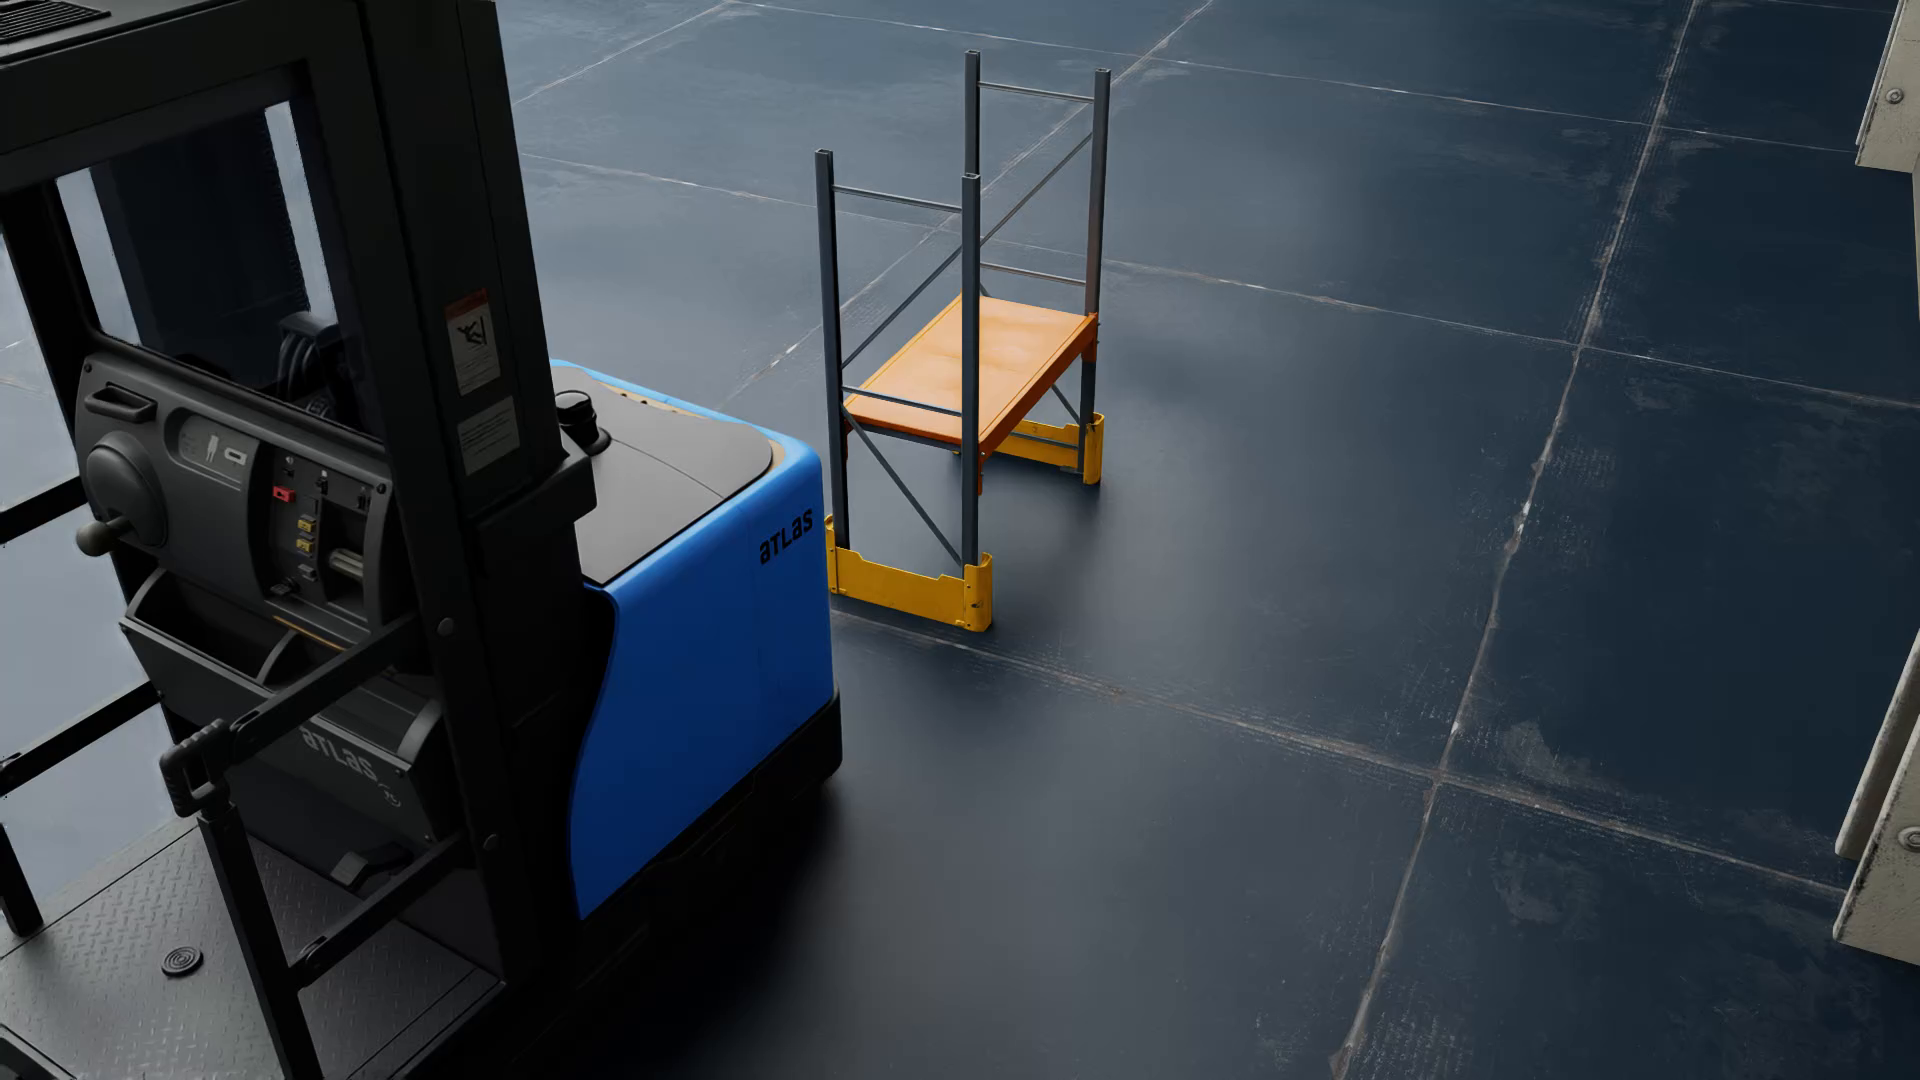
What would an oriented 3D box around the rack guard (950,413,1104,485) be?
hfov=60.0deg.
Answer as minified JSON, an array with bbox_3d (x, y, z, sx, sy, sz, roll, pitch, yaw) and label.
[{"bbox_3d":[0.240,-0.391,6.118,0.587,0.250,0.087,14,36,20],"label":"rack guard"}]

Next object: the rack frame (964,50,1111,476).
[{"bbox_3d":[0.248,-0.923,5.790,0.500,1.500,0.032,14,36,20],"label":"rack frame"}]

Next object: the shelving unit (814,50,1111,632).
[{"bbox_3d":[0.032,-0.665,5.397,0.587,1.500,1.083,14,36,20],"label":"shelving unit"}]

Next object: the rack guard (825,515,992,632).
[{"bbox_3d":[-0.176,0.106,5.361,0.587,0.250,0.087,14,36,20],"label":"rack guard"}]

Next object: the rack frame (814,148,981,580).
[{"bbox_3d":[-0.177,-0.417,5.017,0.500,1.500,0.032,14,36,20],"label":"rack frame"}]

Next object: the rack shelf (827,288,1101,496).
[{"bbox_3d":[0.036,-0.519,5.502,0.538,0.185,1.000,14,36,20],"label":"rack shelf"}]

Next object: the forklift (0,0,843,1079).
[{"bbox_3d":[-1.549,-0.026,3.117,1.130,2.935,3.031,19,38,27],"label":"forklift"}]
